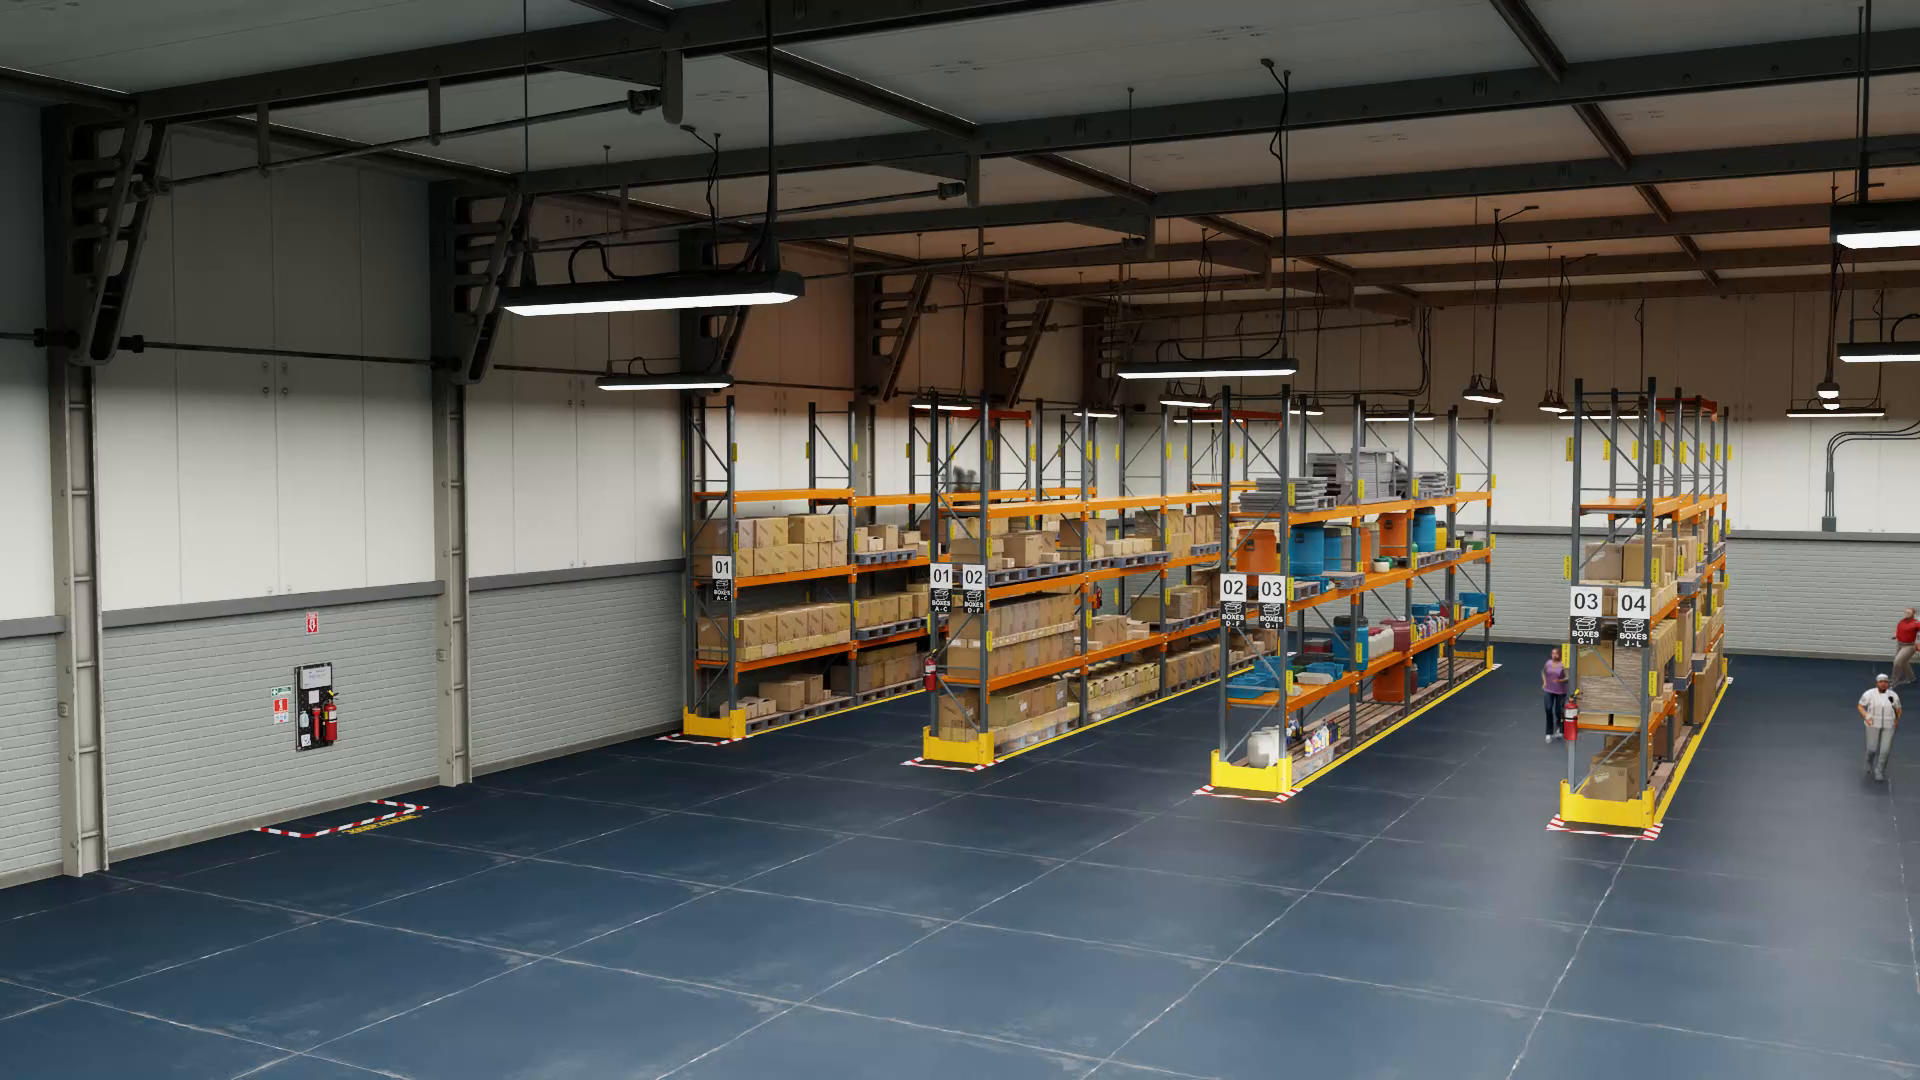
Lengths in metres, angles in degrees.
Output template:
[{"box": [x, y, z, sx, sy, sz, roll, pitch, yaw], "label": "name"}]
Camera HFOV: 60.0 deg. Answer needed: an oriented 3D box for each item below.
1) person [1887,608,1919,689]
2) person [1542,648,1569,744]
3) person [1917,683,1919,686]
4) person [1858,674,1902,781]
[{"box": [20.038, 2.307, 35.213, 0.855, 1.754, 0.741, 0, 3, -8], "label": "person"}, {"box": [10.325, 2.673, 28.836, 0.528, 1.627, 0.741, 2, 3, 30], "label": "person"}, {"box": [20.815, 2.316, 35.496, 0.619, 1.705, 0.724, -3, 4, -42], "label": "person"}, {"box": [14.058, 2.854, 25.395, 0.588, 1.620, 0.543, 1, 3, 20], "label": "person"}]
